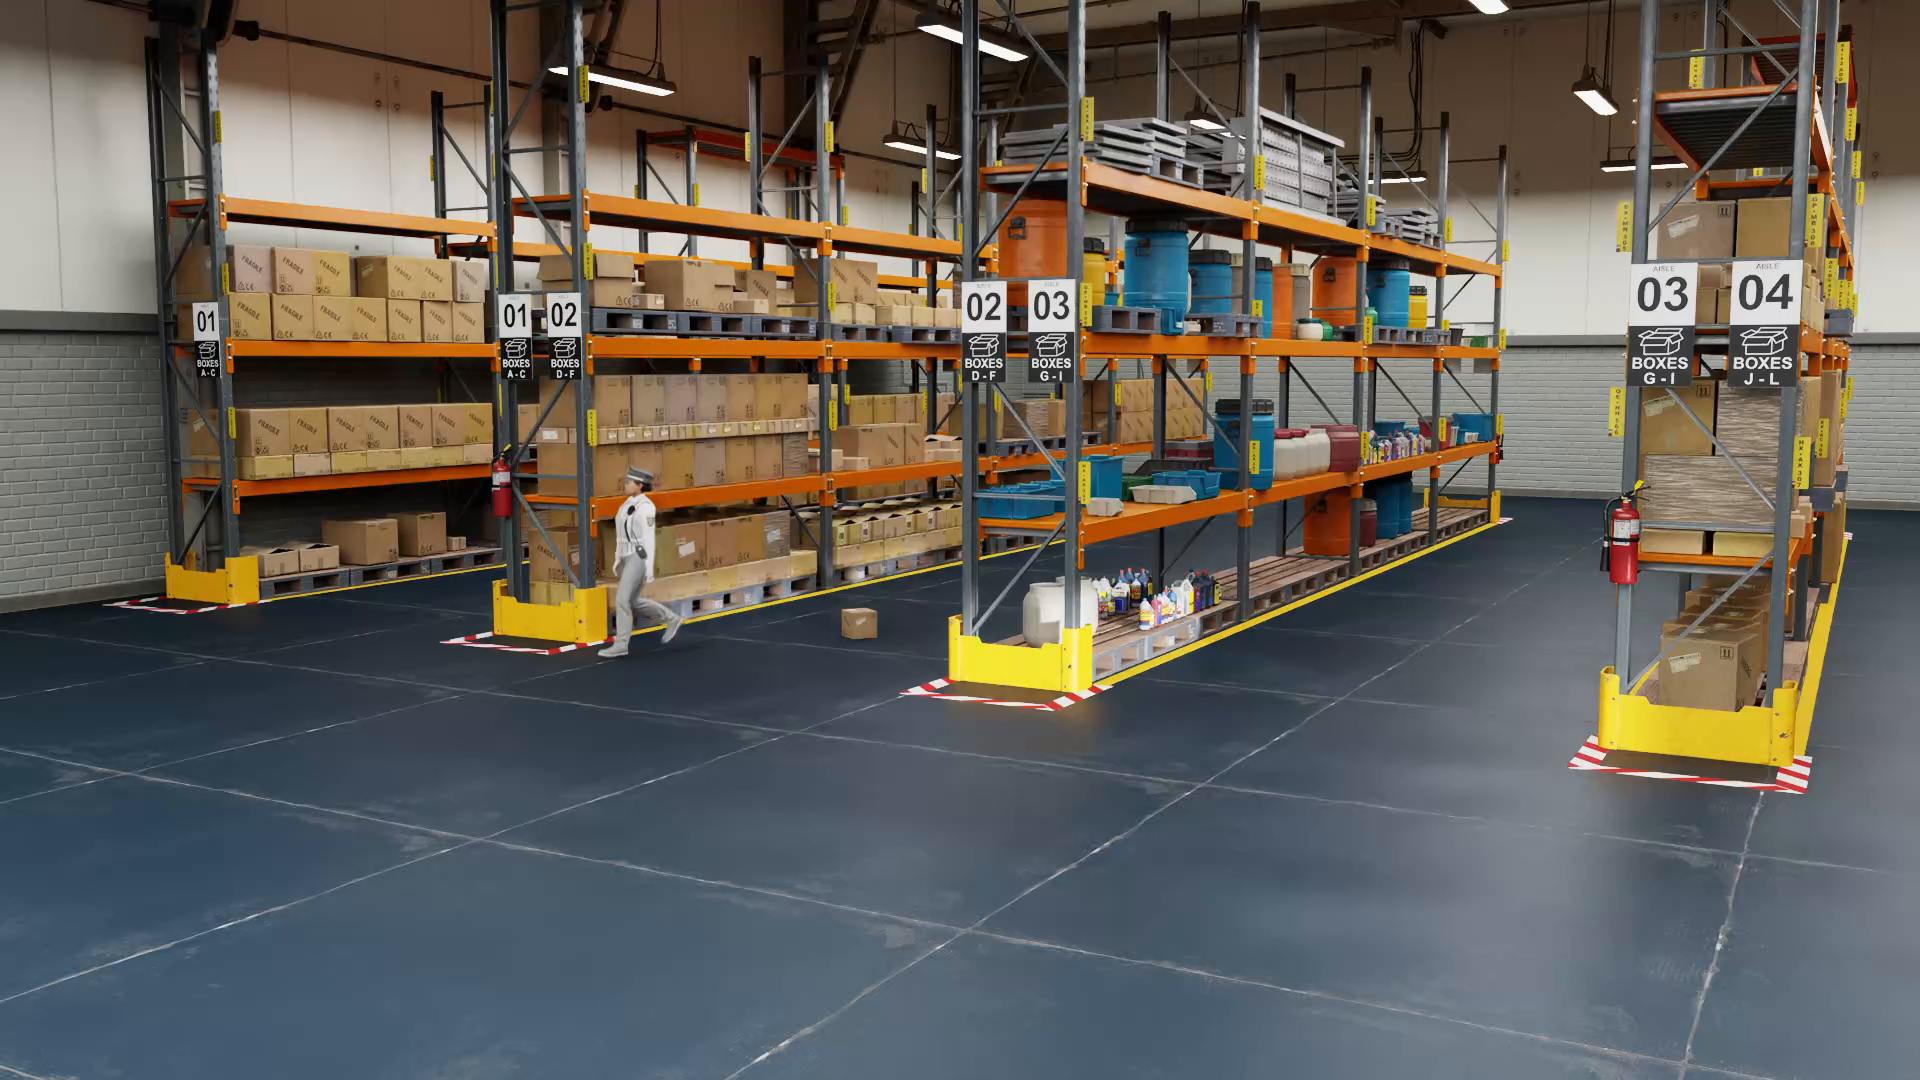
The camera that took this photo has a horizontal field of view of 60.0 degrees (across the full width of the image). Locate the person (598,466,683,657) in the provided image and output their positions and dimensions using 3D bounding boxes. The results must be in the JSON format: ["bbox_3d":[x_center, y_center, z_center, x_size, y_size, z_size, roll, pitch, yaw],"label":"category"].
[{"bbox_3d":[-2.827,0.166,14.609,0.844,1.649,0.497,-4,7,-33],"label":"person"}]
